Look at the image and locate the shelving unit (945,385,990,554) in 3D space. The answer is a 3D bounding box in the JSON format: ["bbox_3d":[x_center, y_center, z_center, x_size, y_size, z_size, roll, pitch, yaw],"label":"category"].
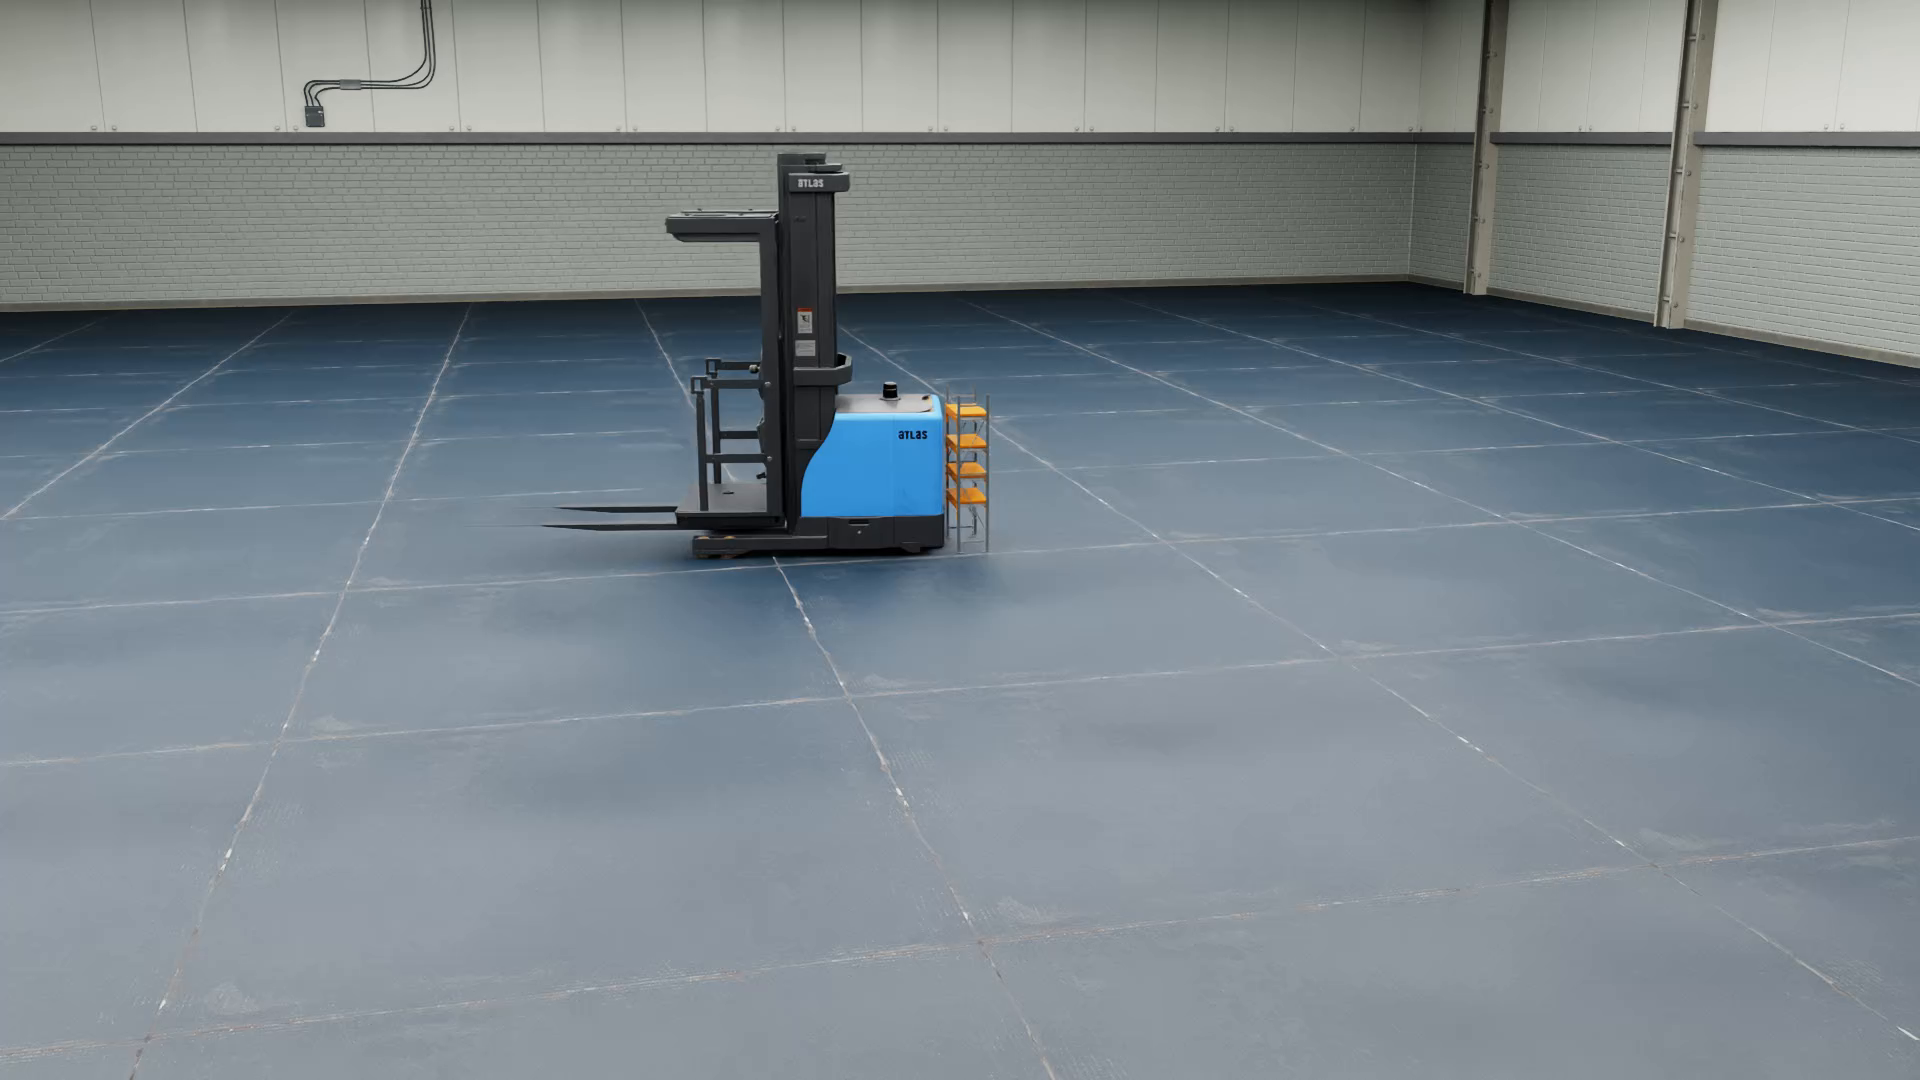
[{"bbox_3d":[0.055,-0.545,12.628,0.258,1.200,0.503,-2,14,-10],"label":"shelving unit"}]

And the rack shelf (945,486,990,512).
[{"bbox_3d":[0.055,-0.286,12.691,0.258,0.148,0.480,-2,14,-10],"label":"rack shelf"}]

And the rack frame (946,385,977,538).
[{"bbox_3d":[0.012,-0.602,12.861,0.240,1.200,0.015,-2,14,-10],"label":"rack frame"}]

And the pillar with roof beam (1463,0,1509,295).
[{"bbox_3d":[5.994,-8.996,30.786,9.100,9.000,0.400,-3,14,-13],"label":"pillar with roof beam"}]

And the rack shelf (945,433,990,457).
[{"bbox_3d":[0.055,-0.696,12.591,0.258,0.148,0.480,-2,14,-10],"label":"rack shelf"}]

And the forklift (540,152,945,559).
[{"bbox_3d":[-1.646,-1.412,12.531,3.031,2.935,1.130,-1,14,-2],"label":"forklift"}]

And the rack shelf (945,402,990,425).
[{"bbox_3d":[0.055,-0.926,12.535,0.258,0.148,0.480,-2,14,-10],"label":"rack shelf"}]

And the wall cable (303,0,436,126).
[{"bbox_3d":[-10.616,-10.411,29.413,2.305,6.003,0.169,-3,14,-13],"label":"wall cable"}]

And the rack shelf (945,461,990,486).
[{"bbox_3d":[0.055,-0.479,12.644,0.258,0.148,0.480,-2,14,-10],"label":"rack shelf"}]

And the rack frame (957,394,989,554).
[{"bbox_3d":[0.098,-0.488,12.394,0.240,1.200,0.015,-2,14,-10],"label":"rack frame"}]

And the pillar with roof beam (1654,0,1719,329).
[{"bbox_3d":[7.403,-7.611,25.121,9.100,9.000,0.400,-3,14,-13],"label":"pillar with roof beam"}]
